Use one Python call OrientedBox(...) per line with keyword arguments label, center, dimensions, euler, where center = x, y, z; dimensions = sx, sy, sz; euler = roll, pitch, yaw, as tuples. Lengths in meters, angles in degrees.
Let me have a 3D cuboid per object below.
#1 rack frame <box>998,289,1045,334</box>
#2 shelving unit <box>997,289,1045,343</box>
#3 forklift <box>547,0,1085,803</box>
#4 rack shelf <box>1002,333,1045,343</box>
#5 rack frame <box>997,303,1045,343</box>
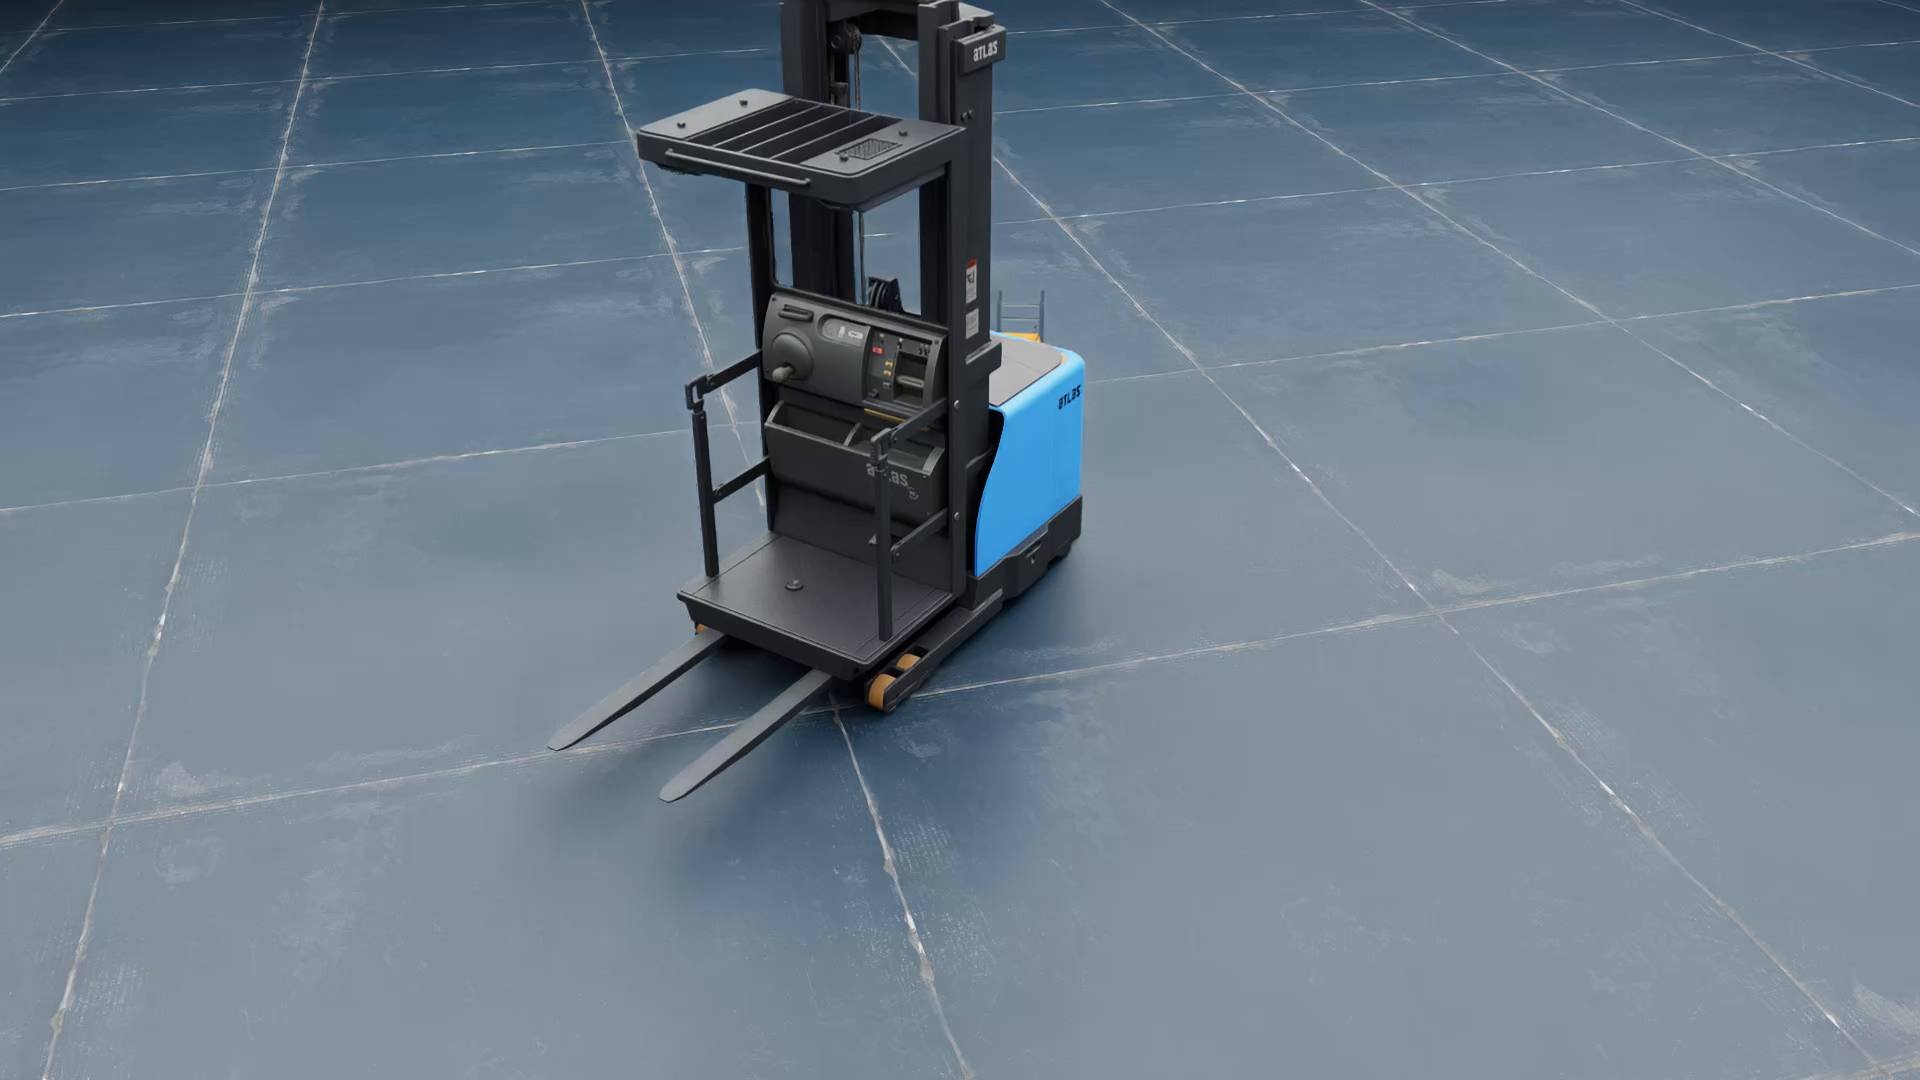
OrientedBox(label="rack frame", center=(0.318, -0.772, 8.887), dimensions=(0.240, 1.200, 0.006), euler=(1, 30, 3))
OrientedBox(label="shelving unit", center=(0.313, -0.727, 8.807), dimensions=(0.258, 1.200, 0.189), euler=(1, 30, 3))
OrientedBox(label="forklift", center=(-0.595, -0.772, 7.158), dimensions=(1.130, 2.935, 3.031), euler=(18, 35, 28))
OrientedBox(label="rack shelf", center=(0.313, -1.000, 8.649), dimensions=(0.258, 0.103, 0.180), euler=(1, 30, 3))
OrientedBox(label="rack frame", center=(0.308, -0.681, 8.728), dimensions=(0.240, 1.200, 0.006), euler=(1, 30, 3))
